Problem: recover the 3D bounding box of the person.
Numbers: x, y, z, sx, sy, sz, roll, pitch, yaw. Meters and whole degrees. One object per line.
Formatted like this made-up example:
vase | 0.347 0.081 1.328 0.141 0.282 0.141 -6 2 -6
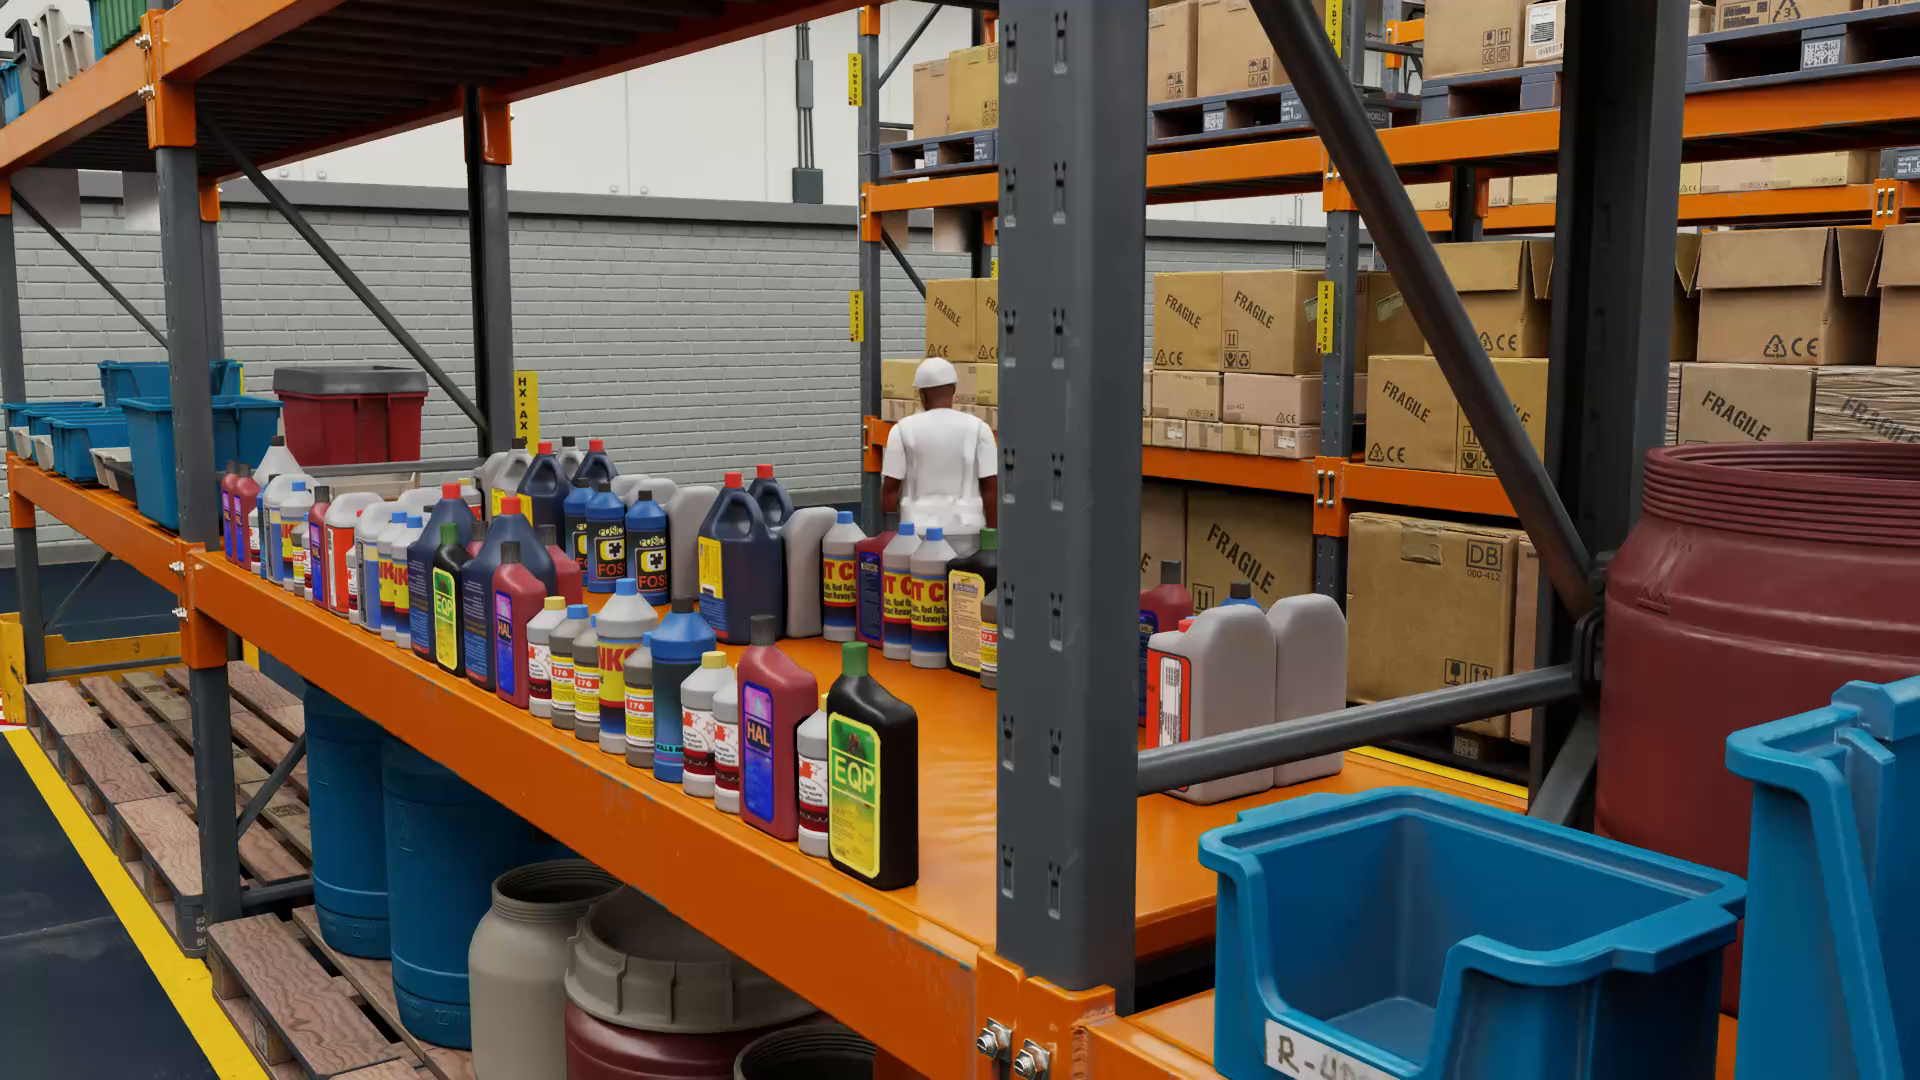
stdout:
person | -0.093 -0.019 8.268 0.587 1.770 0.537 1 8 6
